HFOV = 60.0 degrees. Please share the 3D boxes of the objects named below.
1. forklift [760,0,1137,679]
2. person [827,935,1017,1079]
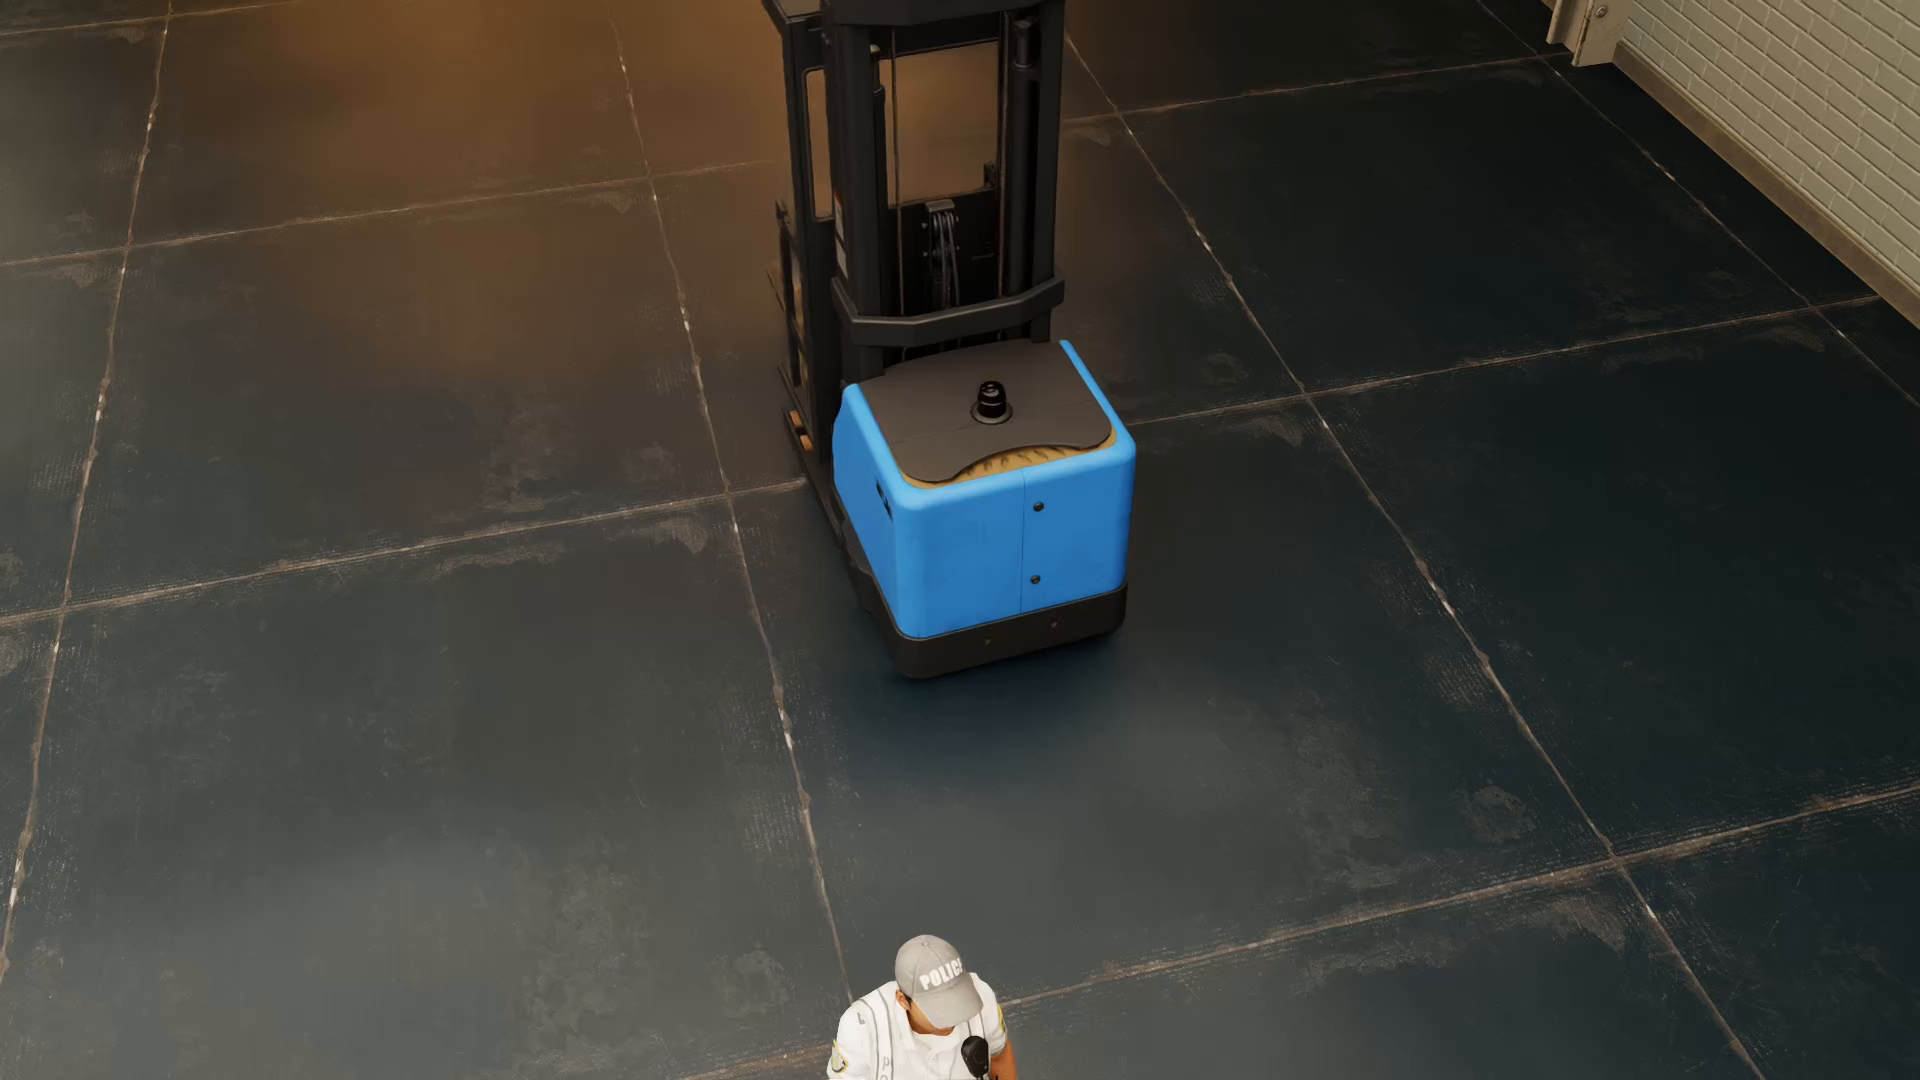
[{"bbox_3d":[-0.239,-1.503,7.236,1.130,2.935,3.031,-13,45,-14],"label":"forklift"},{"bbox_3d":[-0.090,1.746,4.707,0.598,1.670,0.529,-14,45,-14],"label":"person"}]
